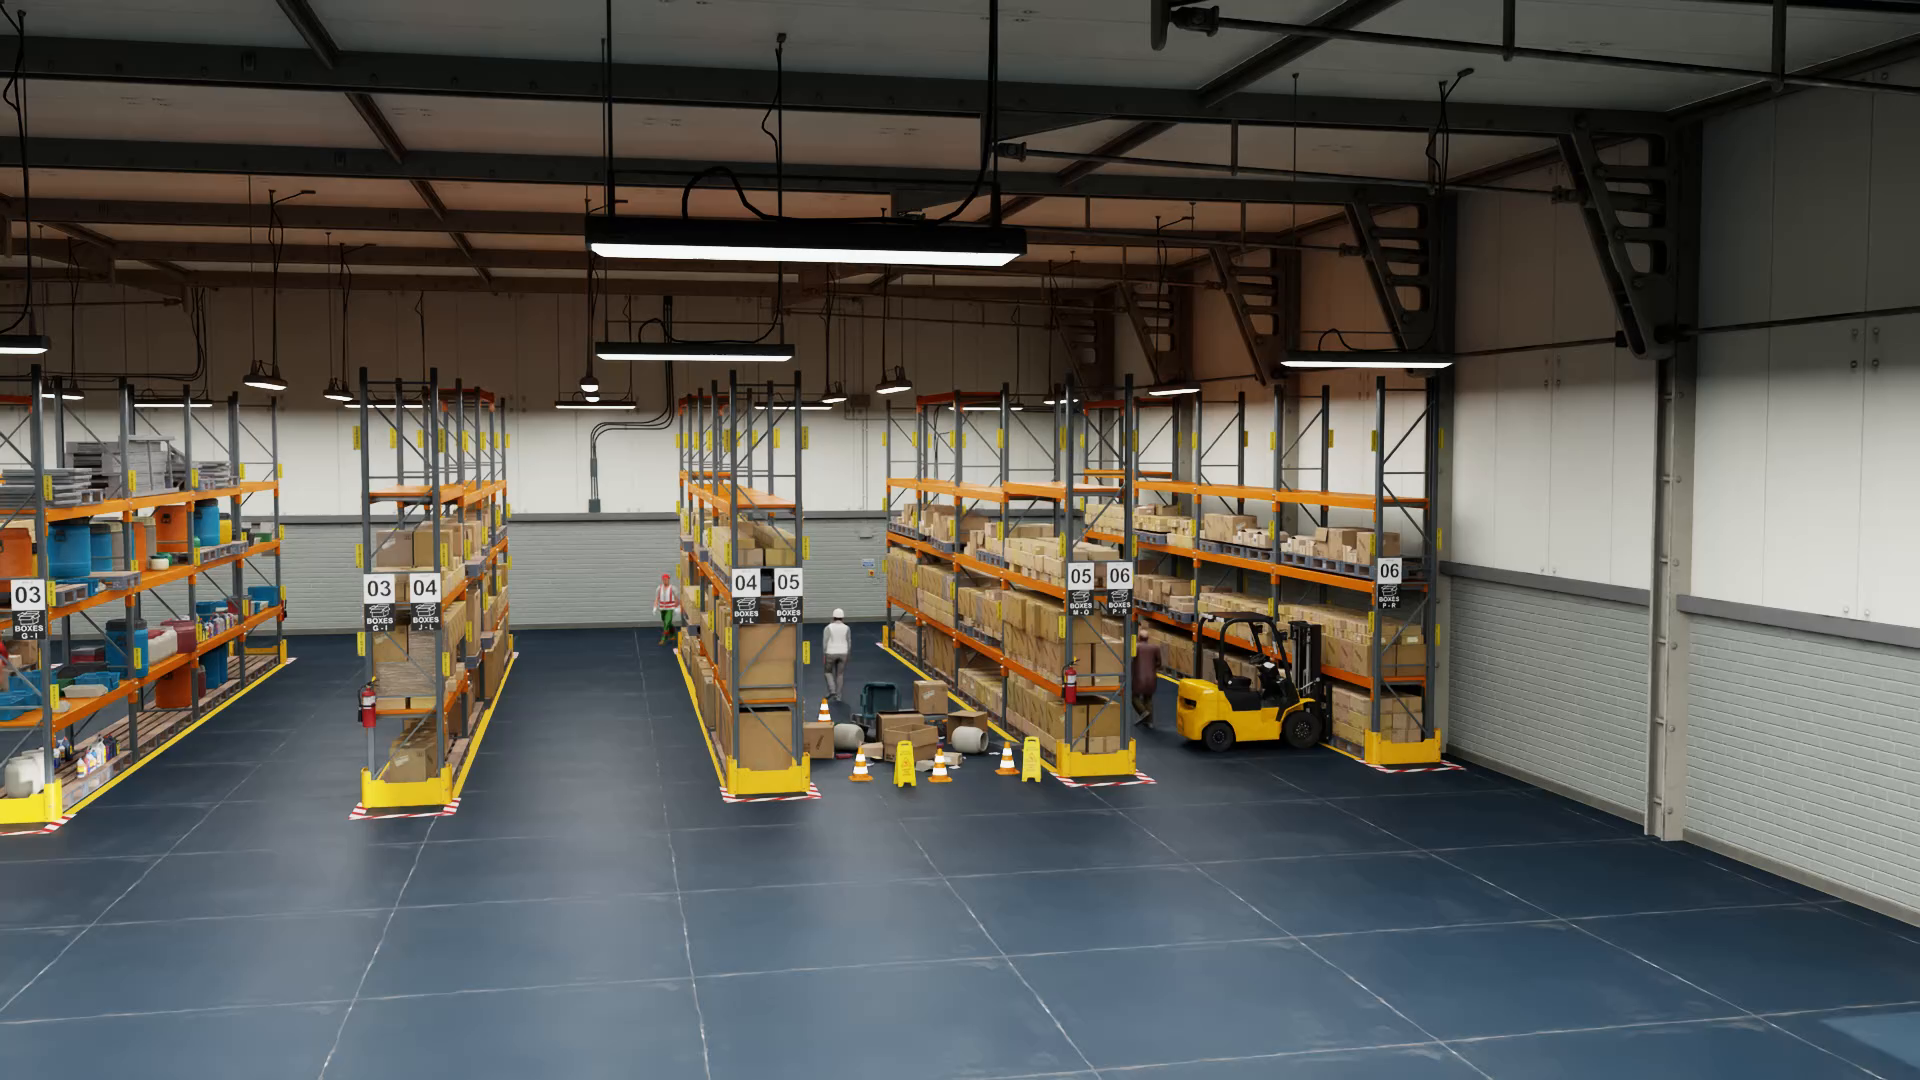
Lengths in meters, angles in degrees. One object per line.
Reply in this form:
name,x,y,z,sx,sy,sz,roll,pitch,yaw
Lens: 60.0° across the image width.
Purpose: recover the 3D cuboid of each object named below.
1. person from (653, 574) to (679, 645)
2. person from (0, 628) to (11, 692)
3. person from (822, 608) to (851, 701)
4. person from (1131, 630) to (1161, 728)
person,-7.217,1.687,40.774,0.510,1.722,1.125,1,4,21
person,-17.002,2.390,29.316,0.587,1.713,0.478,0,3,3
person,-2.374,2.201,32.023,0.559,1.768,0.436,-1,3,-12
person,3.248,2.430,29.225,0.676,1.676,0.832,-1,3,-12
